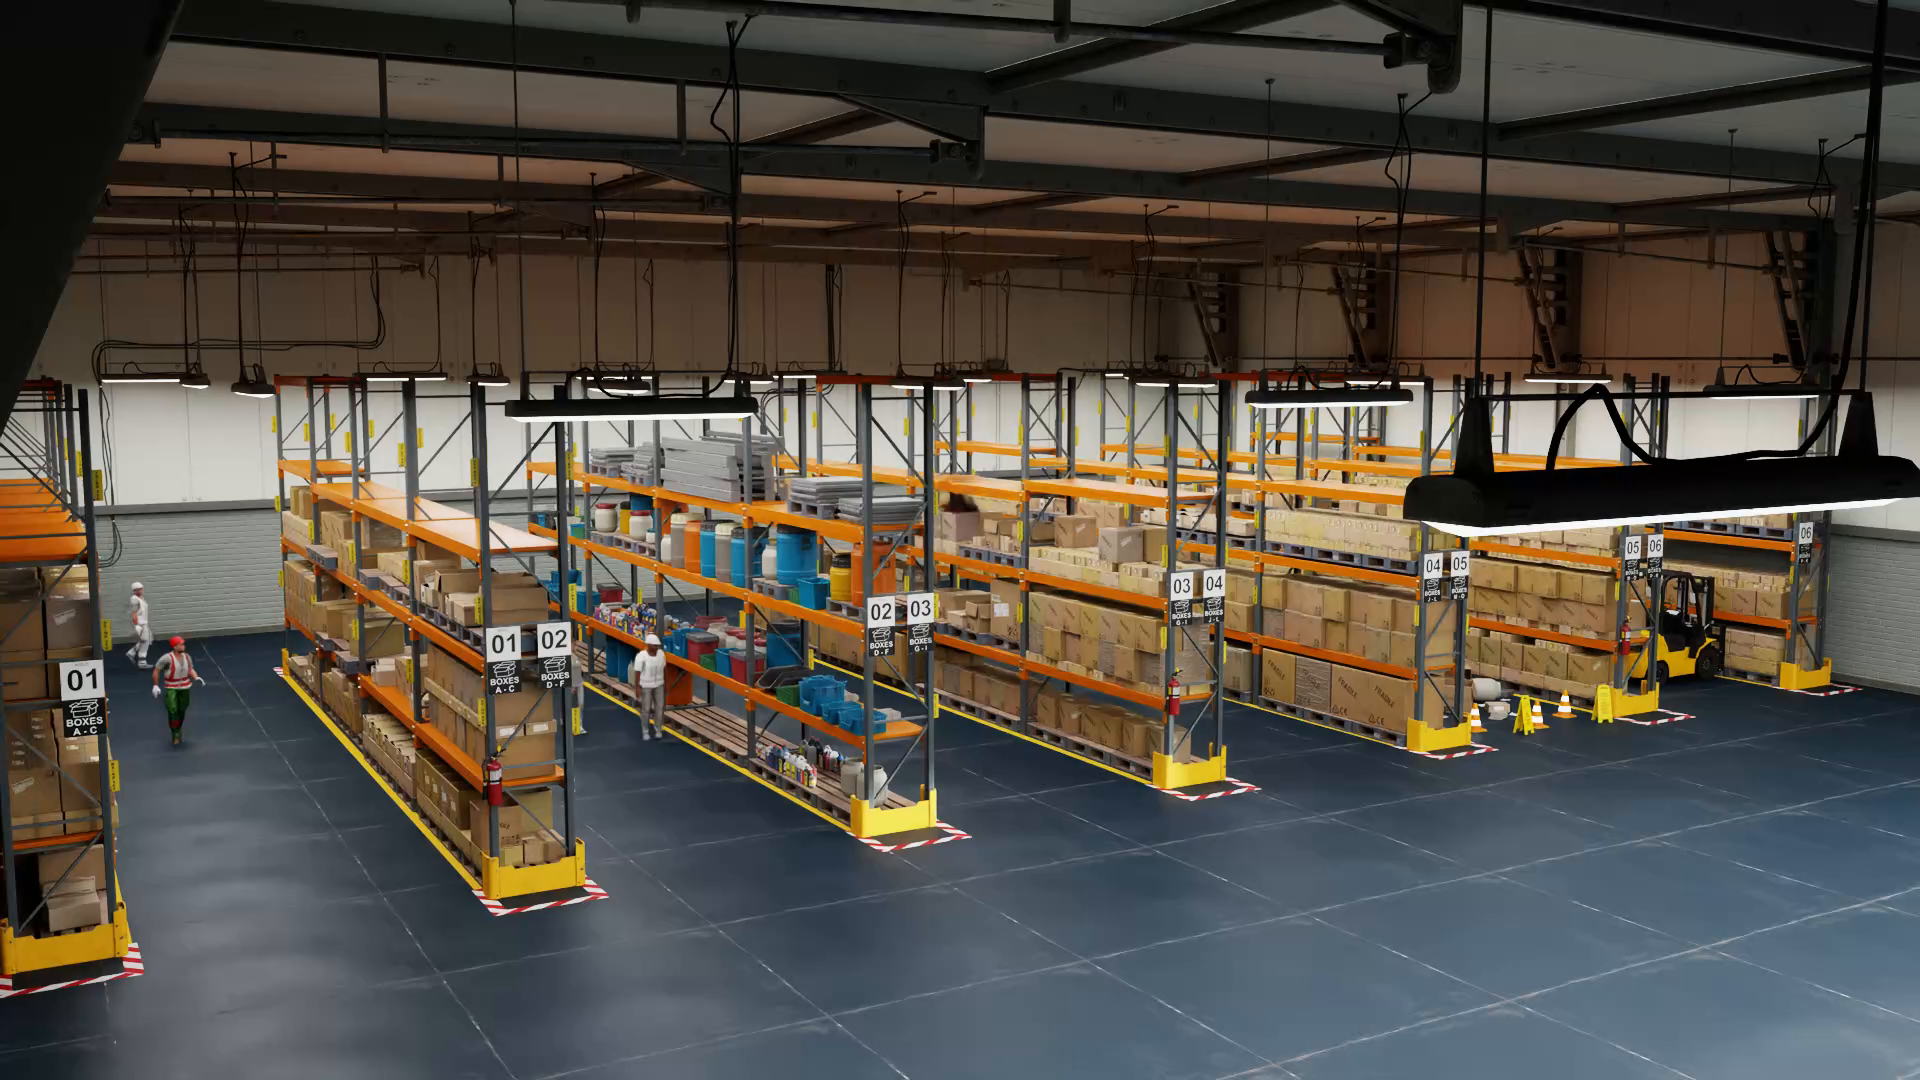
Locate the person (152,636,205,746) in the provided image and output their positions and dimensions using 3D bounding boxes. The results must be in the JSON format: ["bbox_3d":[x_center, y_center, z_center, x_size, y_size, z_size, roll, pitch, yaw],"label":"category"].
[{"bbox_3d":[-12.958,2.487,27.552,0.772,1.812,0.877,-4,7,-32],"label":"person"}]

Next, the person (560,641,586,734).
[{"bbox_3d":[-6.595,2.472,28.213,0.392,1.545,0.823,-4,7,-32],"label":"person"}]

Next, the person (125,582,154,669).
[{"bbox_3d":[-16.689,1.737,33.765,0.534,1.778,0.617,-3,7,-26],"label":"person"}]

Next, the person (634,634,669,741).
[{"bbox_3d":[-5.123,2.437,27.655,0.622,1.776,0.451,-5,8,-36],"label":"person"}]
